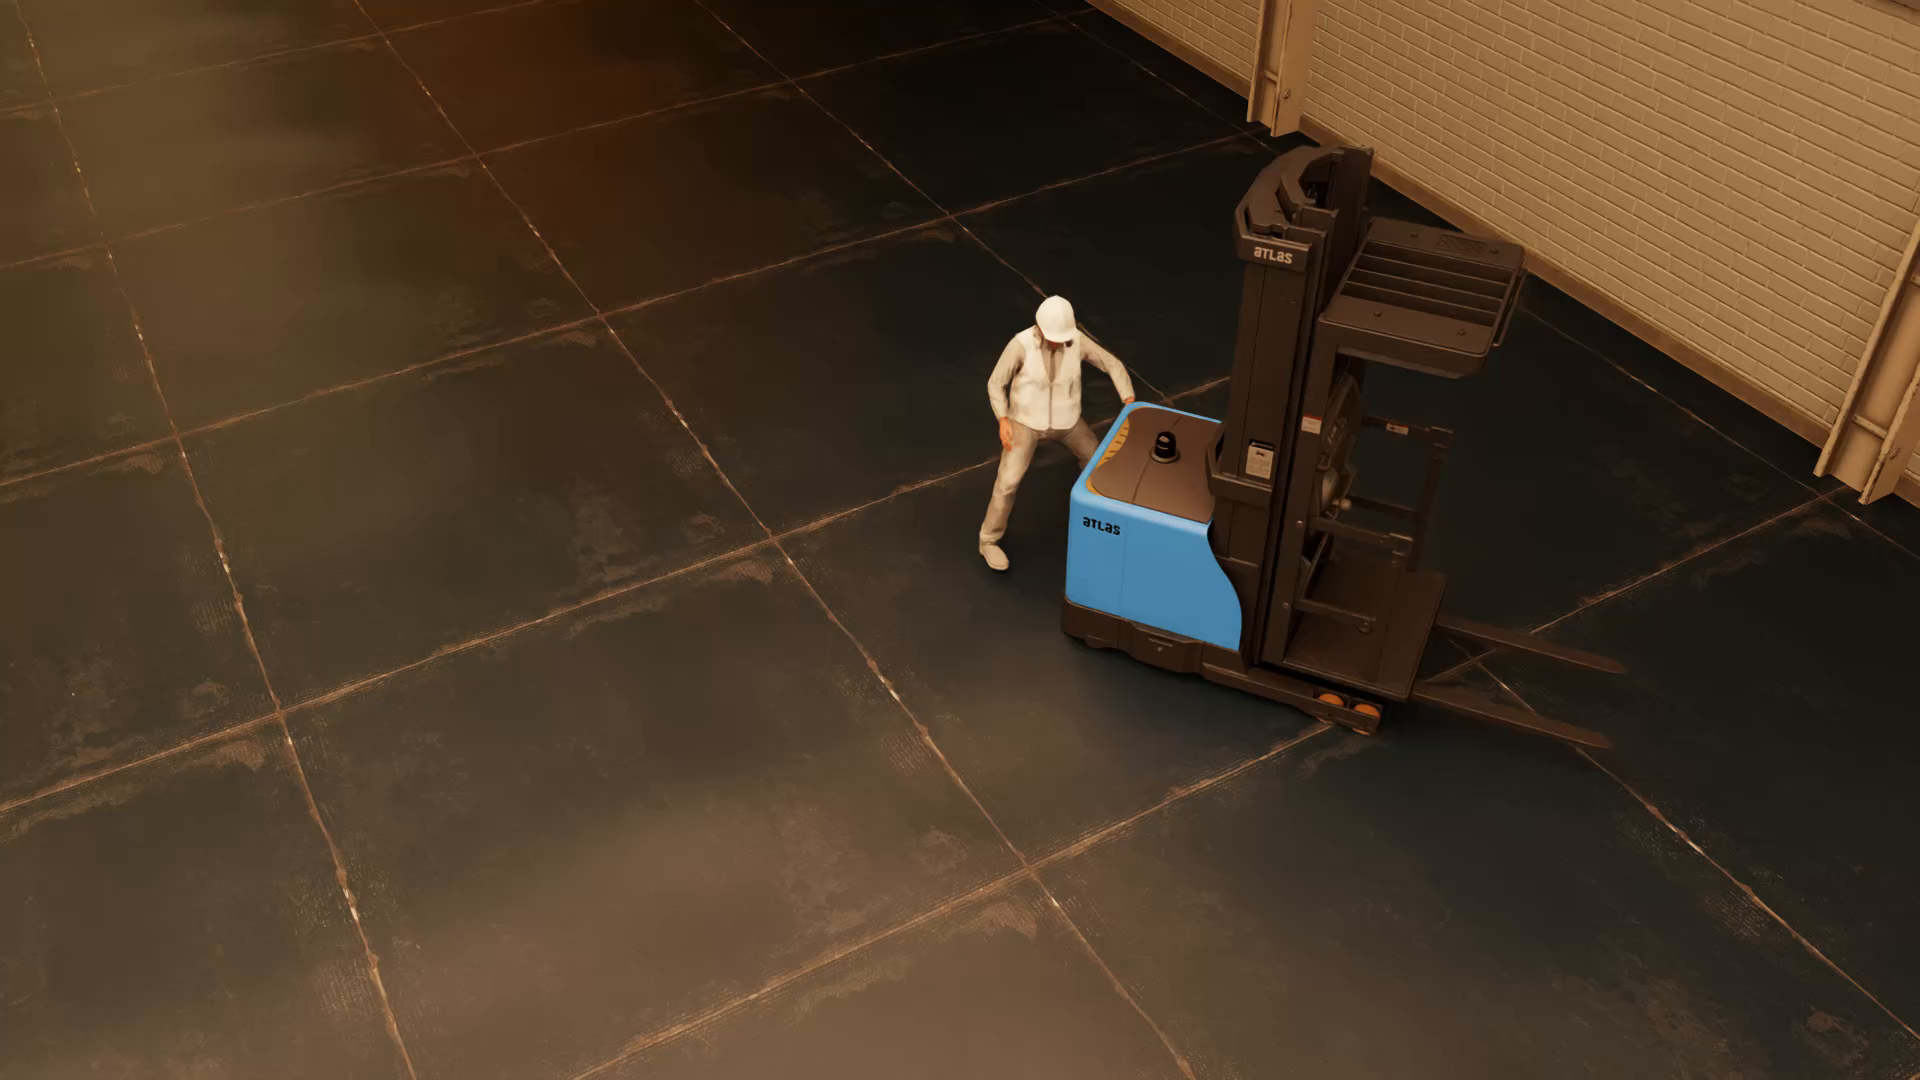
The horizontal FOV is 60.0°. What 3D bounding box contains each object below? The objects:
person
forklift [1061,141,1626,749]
[{"bbox_3d":[0.596,-0.717,9.981,1.049,1.617,0.953,-6,40,-7],"label":"person"},{"bbox_3d":[2.146,-0.459,8.590,3.031,2.935,1.130,16,42,18],"label":"forklift"}]
